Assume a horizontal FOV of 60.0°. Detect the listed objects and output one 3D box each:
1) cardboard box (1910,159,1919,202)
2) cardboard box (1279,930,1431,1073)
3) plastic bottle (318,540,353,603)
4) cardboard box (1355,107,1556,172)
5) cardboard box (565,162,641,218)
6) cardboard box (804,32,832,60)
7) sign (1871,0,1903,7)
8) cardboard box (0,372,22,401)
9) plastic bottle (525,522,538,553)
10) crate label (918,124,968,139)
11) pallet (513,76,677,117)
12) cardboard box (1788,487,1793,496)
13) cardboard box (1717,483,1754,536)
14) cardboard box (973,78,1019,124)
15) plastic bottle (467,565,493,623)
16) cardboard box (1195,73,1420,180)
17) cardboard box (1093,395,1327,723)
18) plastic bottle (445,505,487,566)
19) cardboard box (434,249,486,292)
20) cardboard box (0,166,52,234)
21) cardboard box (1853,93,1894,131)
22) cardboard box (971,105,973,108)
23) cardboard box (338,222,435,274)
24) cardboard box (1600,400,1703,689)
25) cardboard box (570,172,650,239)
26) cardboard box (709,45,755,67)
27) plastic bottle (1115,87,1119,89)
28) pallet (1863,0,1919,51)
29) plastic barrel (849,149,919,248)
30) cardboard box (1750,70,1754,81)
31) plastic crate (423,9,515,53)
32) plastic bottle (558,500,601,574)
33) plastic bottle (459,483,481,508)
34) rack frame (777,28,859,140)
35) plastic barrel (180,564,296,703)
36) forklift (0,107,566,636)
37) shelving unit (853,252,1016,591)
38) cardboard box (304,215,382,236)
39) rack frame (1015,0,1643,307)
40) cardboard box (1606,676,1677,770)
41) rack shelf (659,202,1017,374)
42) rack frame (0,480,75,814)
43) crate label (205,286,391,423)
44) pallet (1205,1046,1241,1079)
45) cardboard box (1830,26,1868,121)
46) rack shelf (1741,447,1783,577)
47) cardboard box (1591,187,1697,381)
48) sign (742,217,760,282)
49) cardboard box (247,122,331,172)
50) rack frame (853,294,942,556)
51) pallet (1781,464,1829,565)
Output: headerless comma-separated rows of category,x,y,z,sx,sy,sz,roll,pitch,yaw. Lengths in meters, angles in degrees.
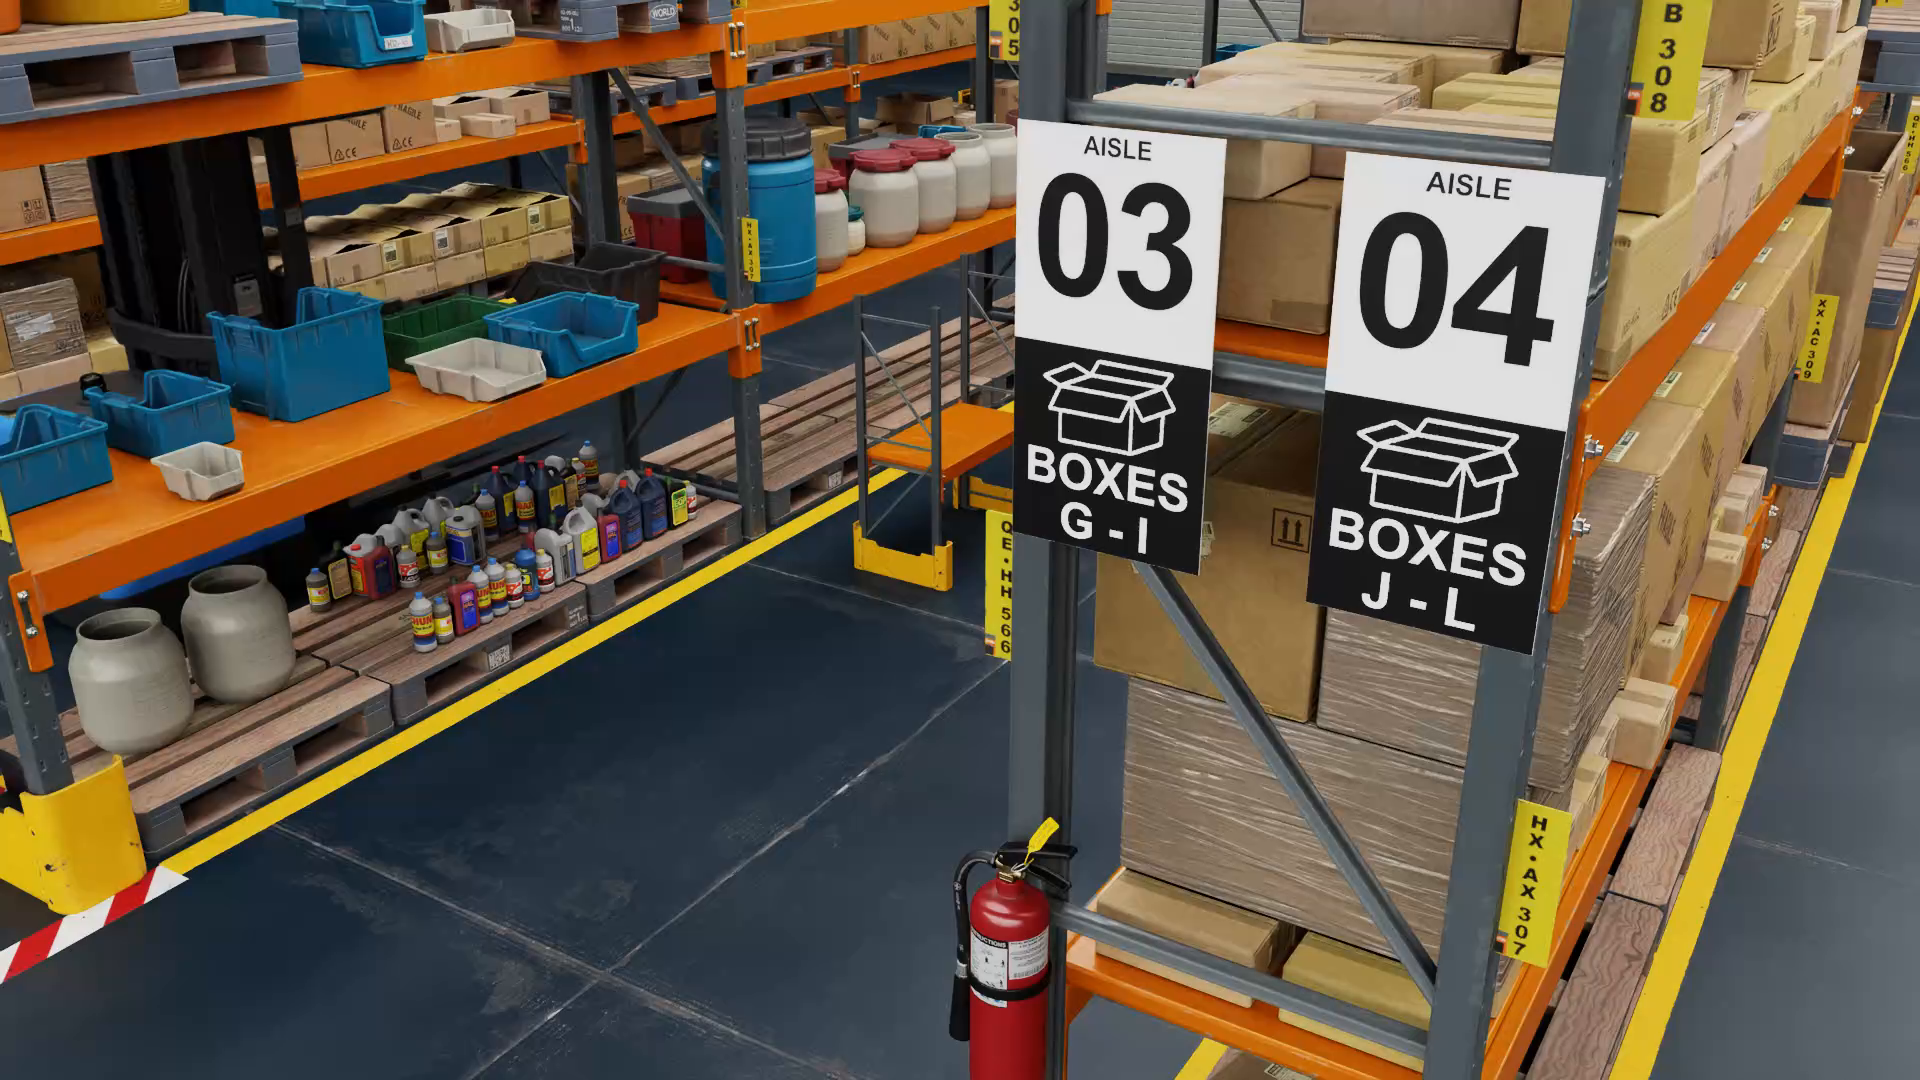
cardboard box,6.336,-2.640,11.446,0.500,0.500,0.500,14,27,28
cardboard box,0.910,0.967,3.557,0.380,0.149,0.250,14,27,29
plastic bottle,-3.008,0.150,7.994,0.061,0.283,0.133,15,27,30
cardboard box,0.899,-0.637,2.858,0.380,0.149,0.250,14,27,29
cardboard box,-3.343,-3.299,15.688,0.500,0.500,0.500,15,28,31
cardboard box,-1.481,-5.498,18.048,0.500,0.500,0.500,14,27,30
sign,3.132,-1.955,5.564,0.100,0.325,0.005,14,27,29
cardboard box,-6.329,-0.919,10.531,0.500,0.250,0.500,14,27,29
plastic bottle,-2.087,0.038,8.252,0.061,0.283,0.133,14,27,29
crate label,-0.185,-2.578,11.384,0.502,0.435,0.616,14,27,29
pallet,-3.339,-4.035,15.036,1.213,0.211,1.003,14,27,29
cardboard box,4.441,-0.627,9.515,0.700,0.500,0.500,12,26,26
cardboard box,2.664,-0.120,6.069,0.380,0.149,0.250,14,27,29
cardboard box,0.505,-5.399,20.539,0.500,0.500,0.500,14,27,29
plastic bottle,-2.249,0.248,7.782,0.097,0.271,0.097,0,23,0
cardboard box,0.676,-0.815,3.269,0.380,0.149,0.250,13,27,27
cardboard box,0.637,0.019,3.671,0.500,0.500,0.500,14,27,29
plastic bottle,-2.504,-0.027,8.411,0.152,0.276,0.135,14,27,29
cardboard box,-4.244,-2.238,13.576,0.500,0.250,0.500,15,27,30
cardboard box,-6.248,-2.245,10.534,0.700,0.500,0.500,14,27,28
cardboard box,5.177,-2.552,9.980,0.797,0.503,0.637,15,28,31
cardboard box,0.070,-5.404,20.992,0.380,0.149,0.250,14,27,29
cardboard box,-4.507,-2.324,13.069,0.500,0.311,0.500,15,27,30
cardboard box,1.349,-0.039,3.806,0.500,0.500,0.500,14,27,29
cardboard box,-3.154,-3.028,15.062,0.500,0.500,0.500,15,28,31
cardboard box,-2.406,-4.859,16.044,0.700,0.500,0.500,7,24,16
plastic bottle,1.310,-3.582,13.810,0.144,0.351,0.185,14,27,29
pallet,3.628,-2.279,7.200,1.213,0.211,1.003,14,27,29
plastic barrel,-0.463,-2.077,10.101,0.433,0.535,0.433,0,23,0
cardboard box,1.833,-1.254,4.283,0.380,0.149,0.250,13,26,27
plastic crate,-2.044,-2.119,6.926,0.243,0.136,0.396,14,27,29
plastic bottle,-1.907,-0.025,8.312,0.144,0.351,0.185,14,27,29
plastic bottle,-2.541,-0.149,8.685,0.061,0.283,0.133,15,28,31
rack frame,-1.527,-5.230,17.554,1.000,3.000,0.127,14,27,29
plastic barrel,-3.104,0.402,7.150,0.421,0.512,0.421,0,23,0
forklift,-3.541,-1.371,8.728,1.130,2.935,3.031,15,28,31
shelving unit,-0.040,-0.663,8.893,0.587,1.500,1.083,14,27,29
cardboard box,-4.974,-2.428,13.310,0.500,0.311,0.500,13,27,28
rack frame,0.557,-1.855,2.208,1.000,3.000,0.127,14,27,29
cardboard box,1.784,0.481,4.680,0.380,0.149,0.250,14,27,29
rack shelf,-0.486,-1.835,10.619,1.077,0.370,4.000,14,27,29
rack frame,-3.651,-0.140,5.798,1.000,3.000,0.127,14,27,29
crate label,-2.910,-0.834,7.357,0.502,0.435,0.616,14,27,29
pallet,1.056,1.885,4.630,1.003,0.211,1.213,14,27,29
cardboard box,2.648,-1.551,5.471,0.500,0.250,0.500,15,28,31
rack shelf,3.722,-0.797,8.221,1.077,0.370,4.000,14,27,29
cardboard box,1.031,-0.518,3.085,0.500,0.250,0.500,15,27,30
sign,-1.079,-1.498,8.587,0.100,0.325,0.005,14,27,29
cardboard box,-5.050,-3.009,12.299,0.500,0.500,0.500,16,28,33
rack frame,-0.313,-0.488,8.489,0.500,1.500,0.032,14,27,29
pallet,4.364,-0.259,9.583,1.003,0.211,1.213,14,27,29
